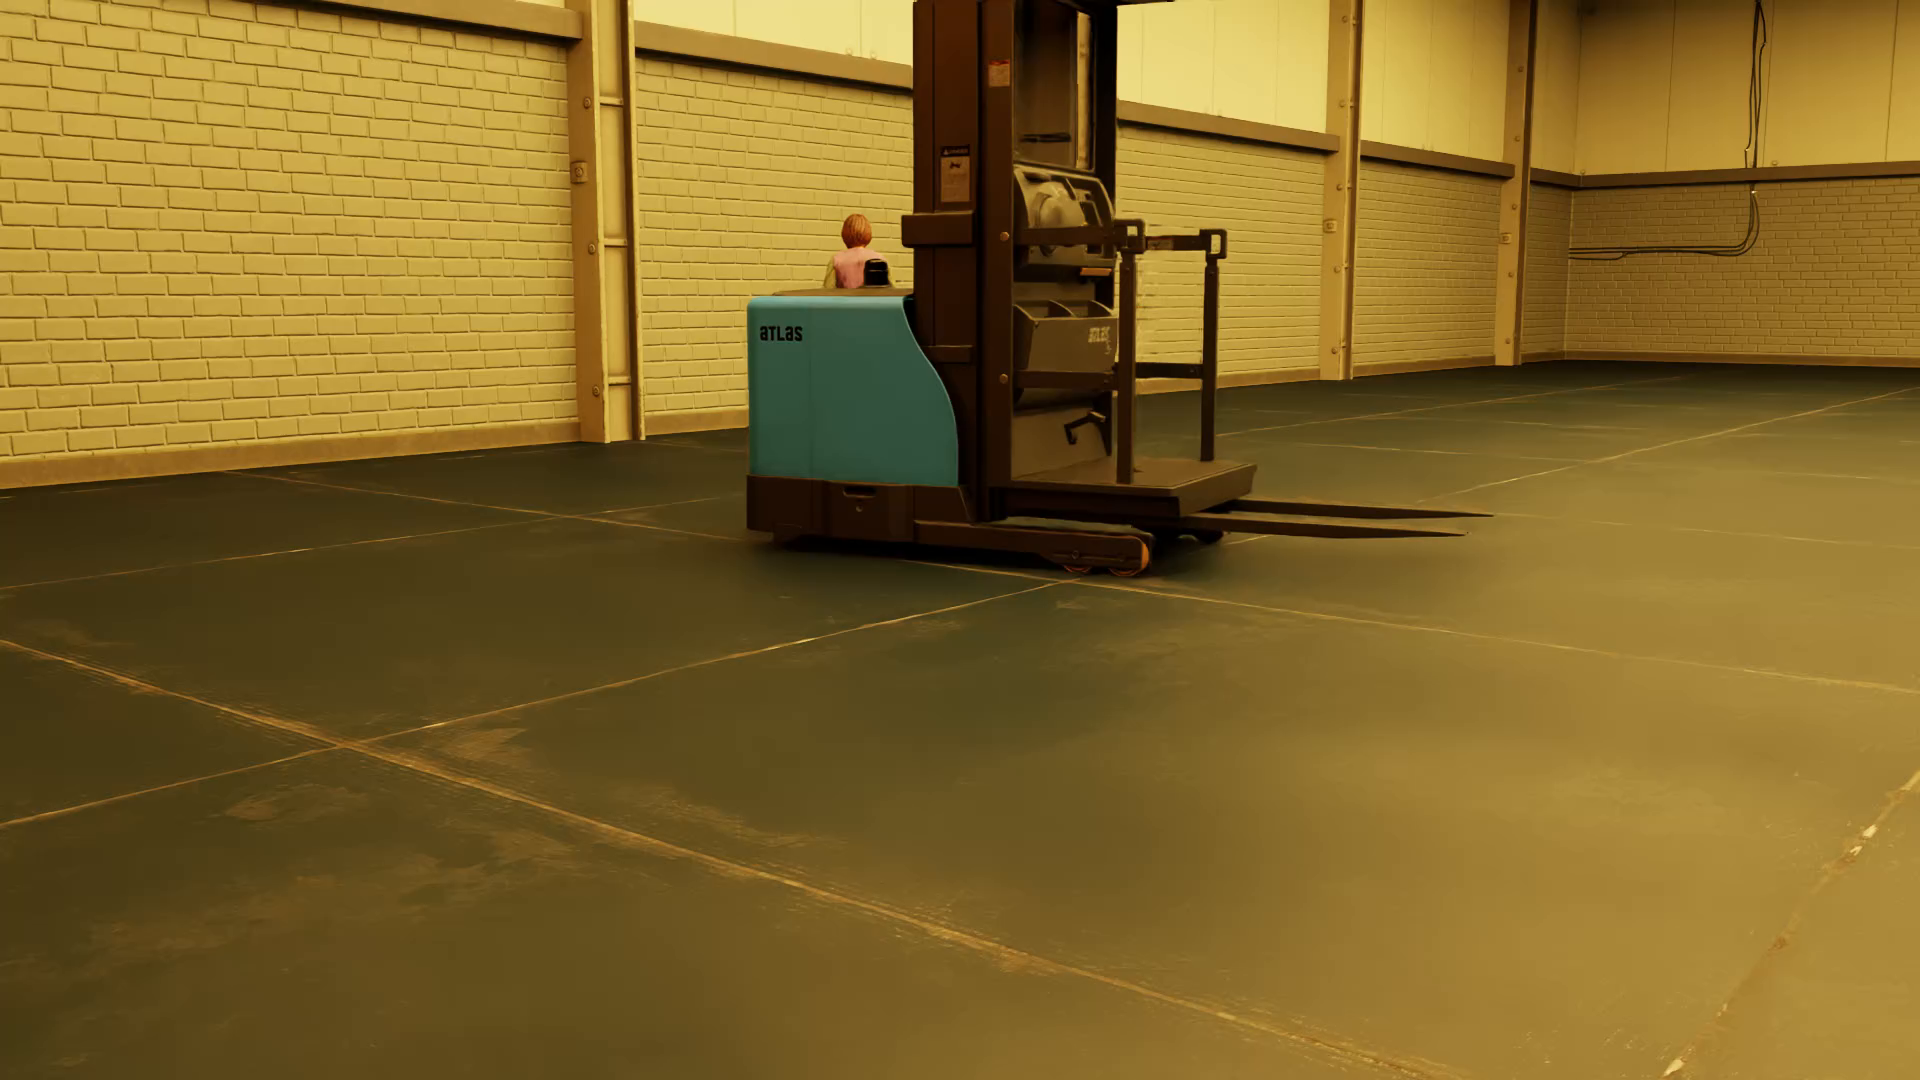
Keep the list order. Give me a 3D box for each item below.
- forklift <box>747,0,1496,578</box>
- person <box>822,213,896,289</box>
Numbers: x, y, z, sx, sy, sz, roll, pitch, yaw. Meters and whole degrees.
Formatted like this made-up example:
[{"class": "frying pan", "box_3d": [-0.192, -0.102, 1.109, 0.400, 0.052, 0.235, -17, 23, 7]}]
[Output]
[{"class": "forklift", "box_3d": [0.624, -1.392, 6.797, 3.031, 2.935, 1.130, 4, 9, 27]}, {"class": "person", "box_3d": [-0.635, -1.193, 10.284, 0.513, 1.628, 0.509, -1, 8, -9]}]
